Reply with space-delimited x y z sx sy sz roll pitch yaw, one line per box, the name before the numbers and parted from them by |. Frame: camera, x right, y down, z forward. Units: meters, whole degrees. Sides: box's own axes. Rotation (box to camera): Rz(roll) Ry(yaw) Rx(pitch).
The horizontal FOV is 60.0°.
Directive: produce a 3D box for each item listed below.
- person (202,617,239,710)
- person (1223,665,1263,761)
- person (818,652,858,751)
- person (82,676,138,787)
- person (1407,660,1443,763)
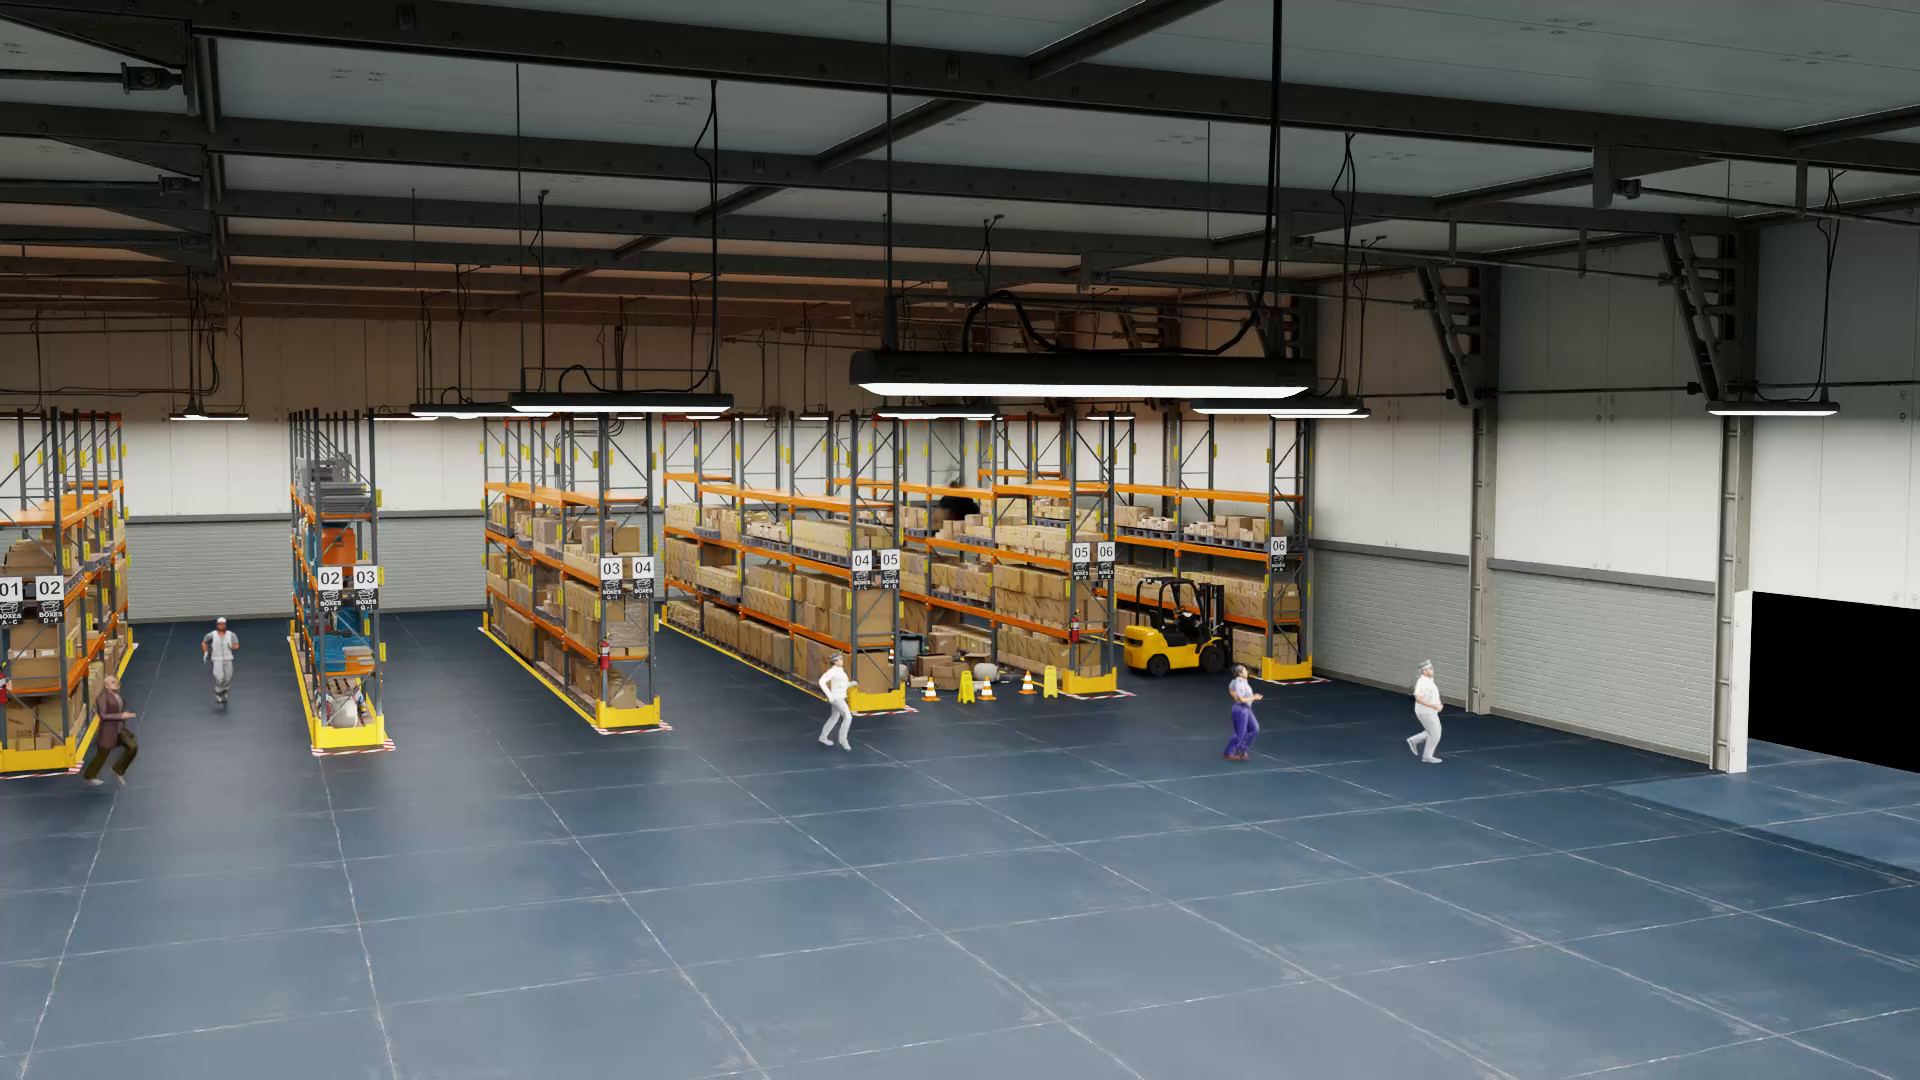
person | -14.889 2.479 33.547 0.643 1.846 0.774 -3 5 -36
person | 4.789 2.950 28.125 0.661 1.664 0.586 1 4 15
person | -2.157 2.831 29.256 0.740 1.750 0.578 1 4 10
person | -13.312 3.006 26.123 0.937 1.775 0.727 1 4 12
person | 7.870 2.885 28.098 0.607 1.730 0.661 2 4 26
